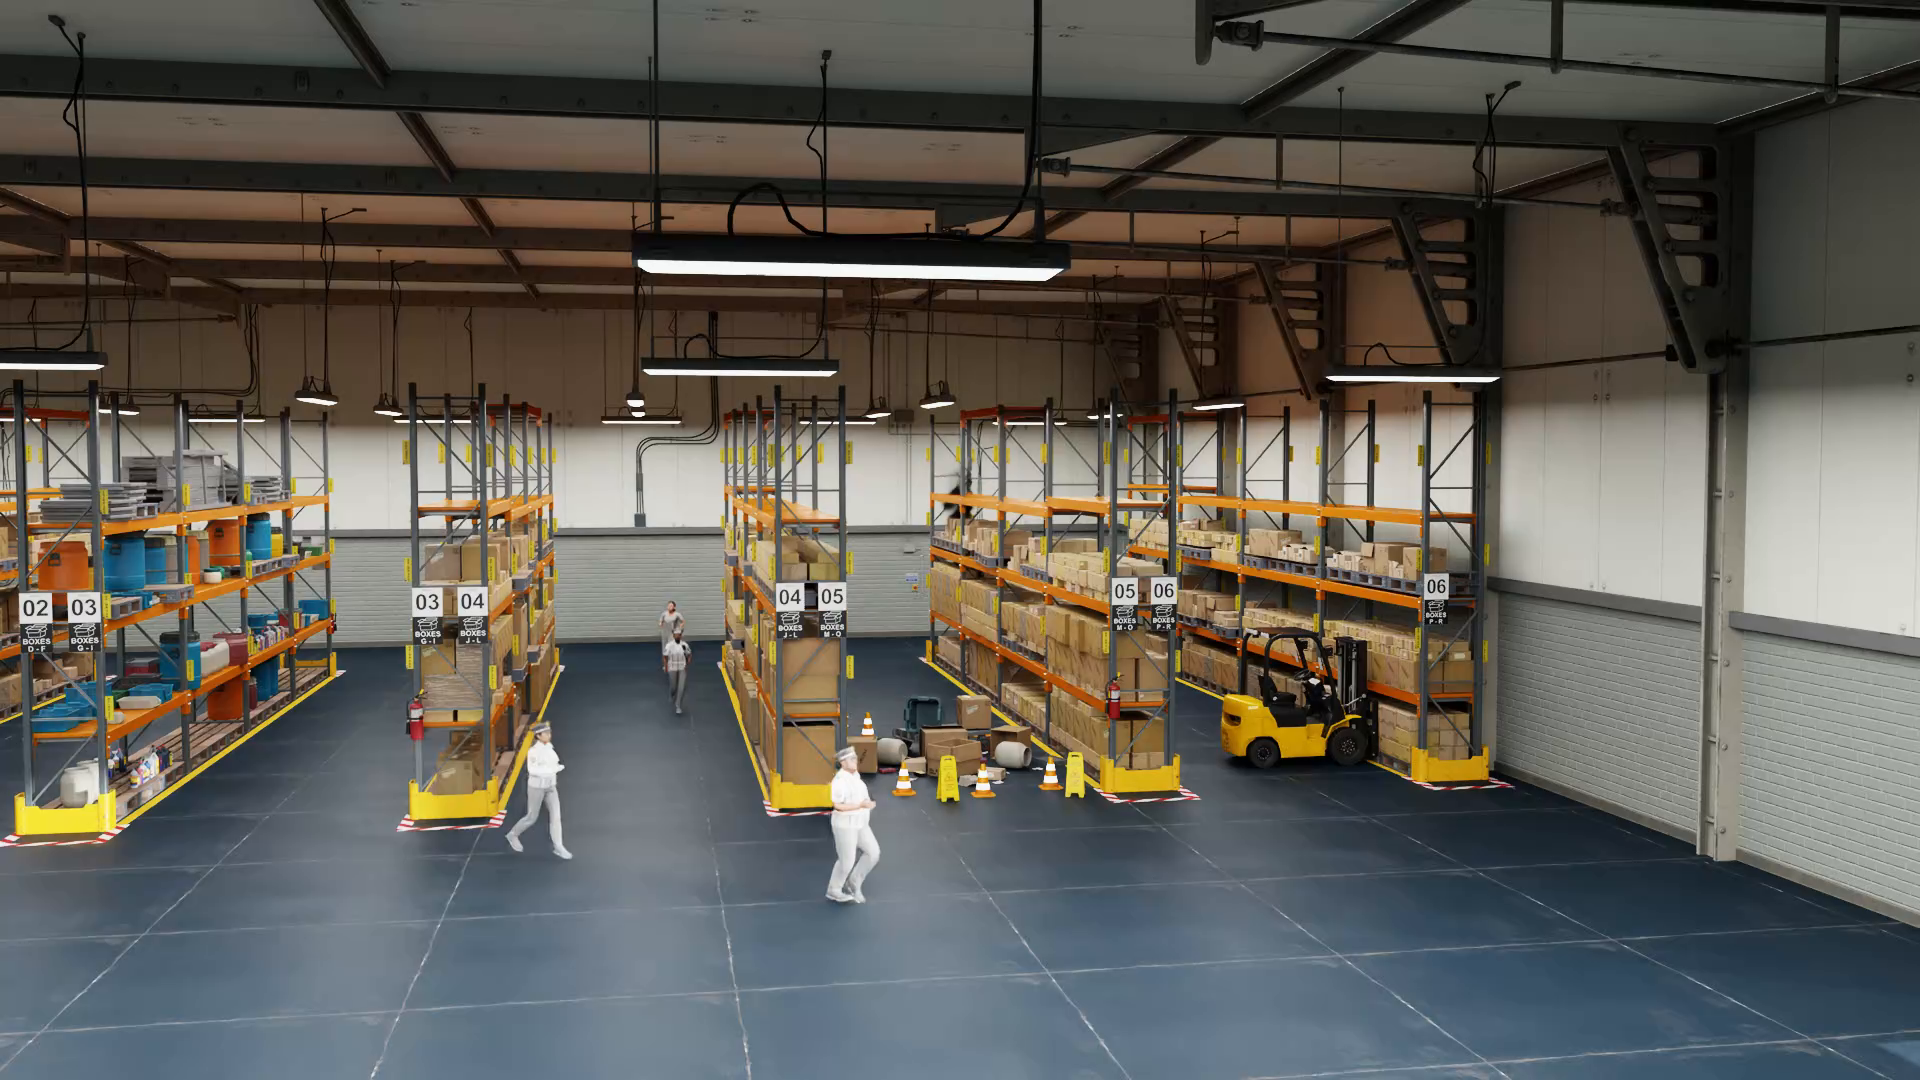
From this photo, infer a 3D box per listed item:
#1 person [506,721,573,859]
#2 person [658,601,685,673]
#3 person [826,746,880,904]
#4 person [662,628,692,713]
[{"bbox_3d":[-5.206,3.081,20.636,0.926,1.686,0.606,1,3,24],"label":"person"},{"bbox_3d":[-6.686,2.239,38.398,0.571,1.672,0.670,0,3,9],"label":"person"},{"bbox_3d":[-1.171,3.193,18.510,0.676,1.805,0.643,2,3,29],"label":"person"},{"bbox_3d":[-5.528,2.534,32.563,0.581,1.663,0.592,-1,3,-15],"label":"person"}]
